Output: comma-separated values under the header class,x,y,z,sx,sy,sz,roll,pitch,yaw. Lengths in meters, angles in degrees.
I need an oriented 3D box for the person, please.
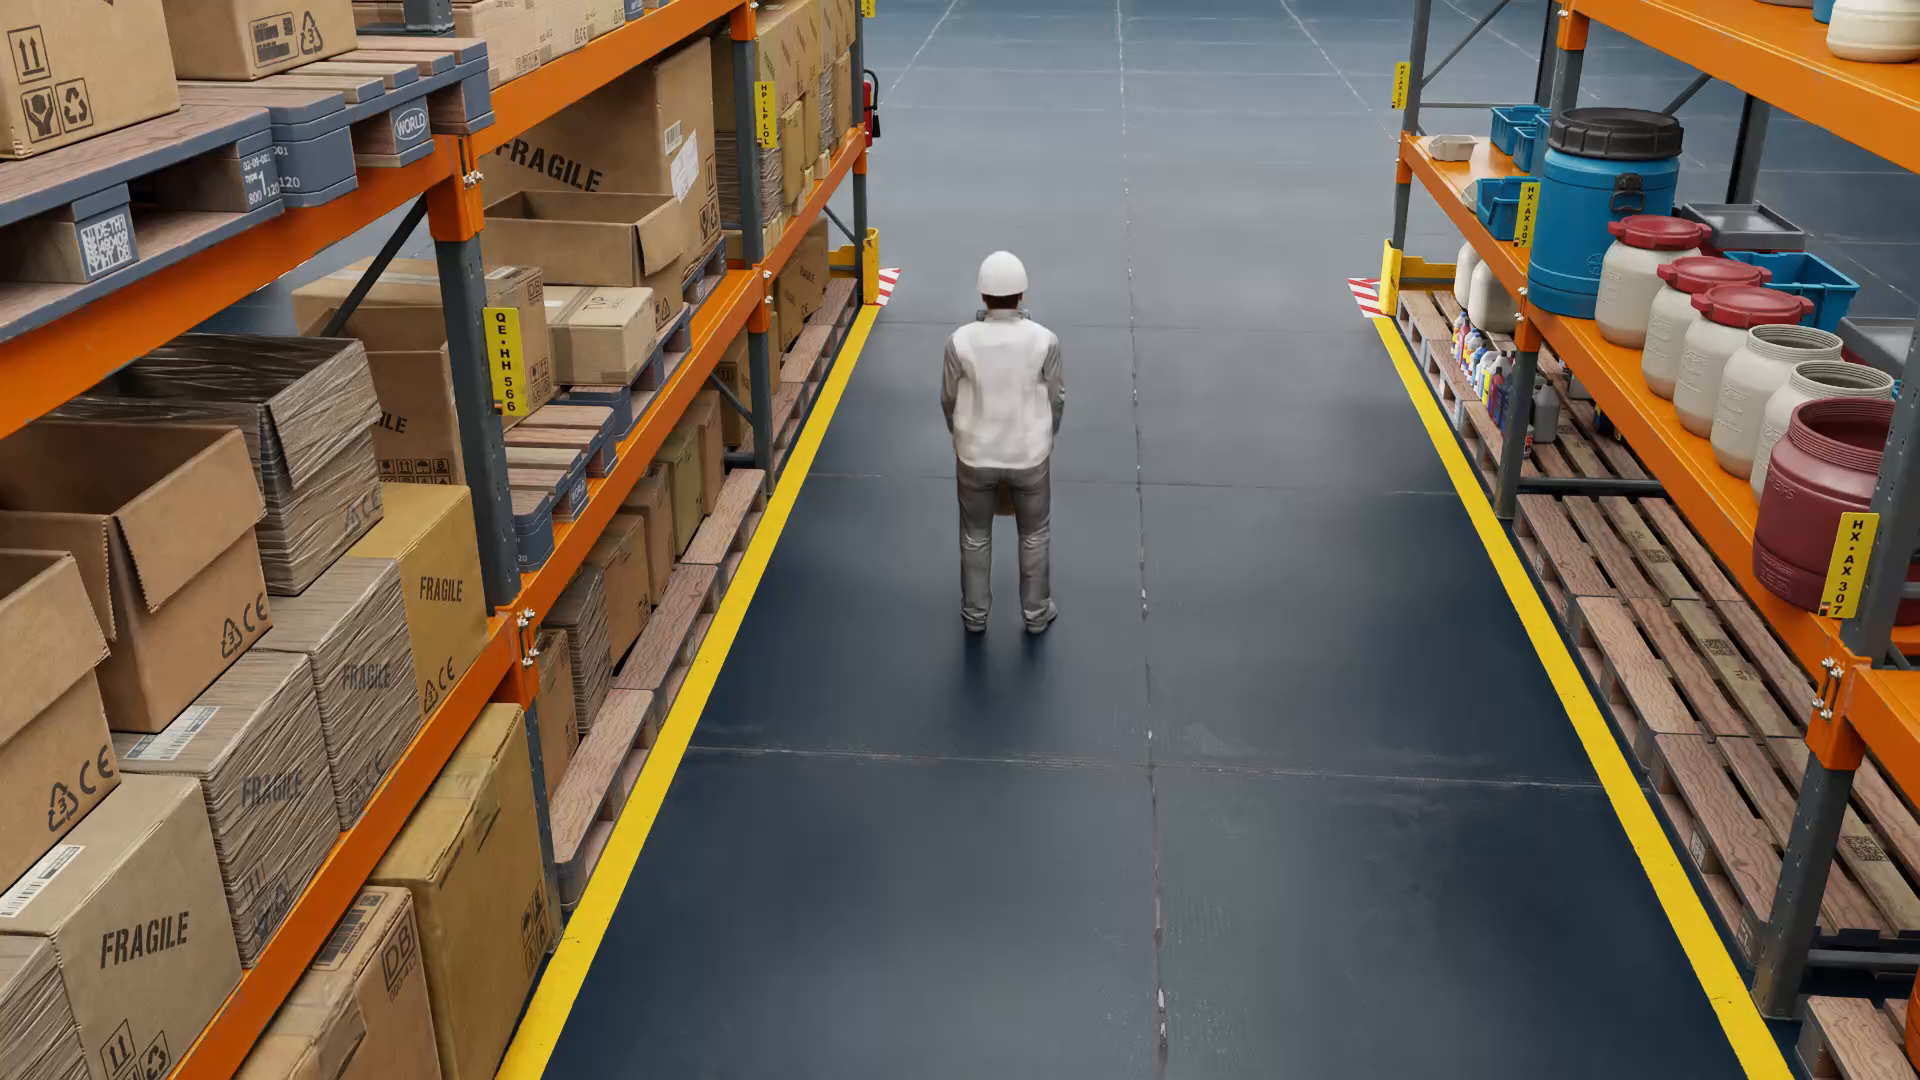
class,x,y,z,sx,sy,sz,roll,pitch,yaw
person,0.190,-0.409,7.469,0.555,1.777,0.423,1,24,3
